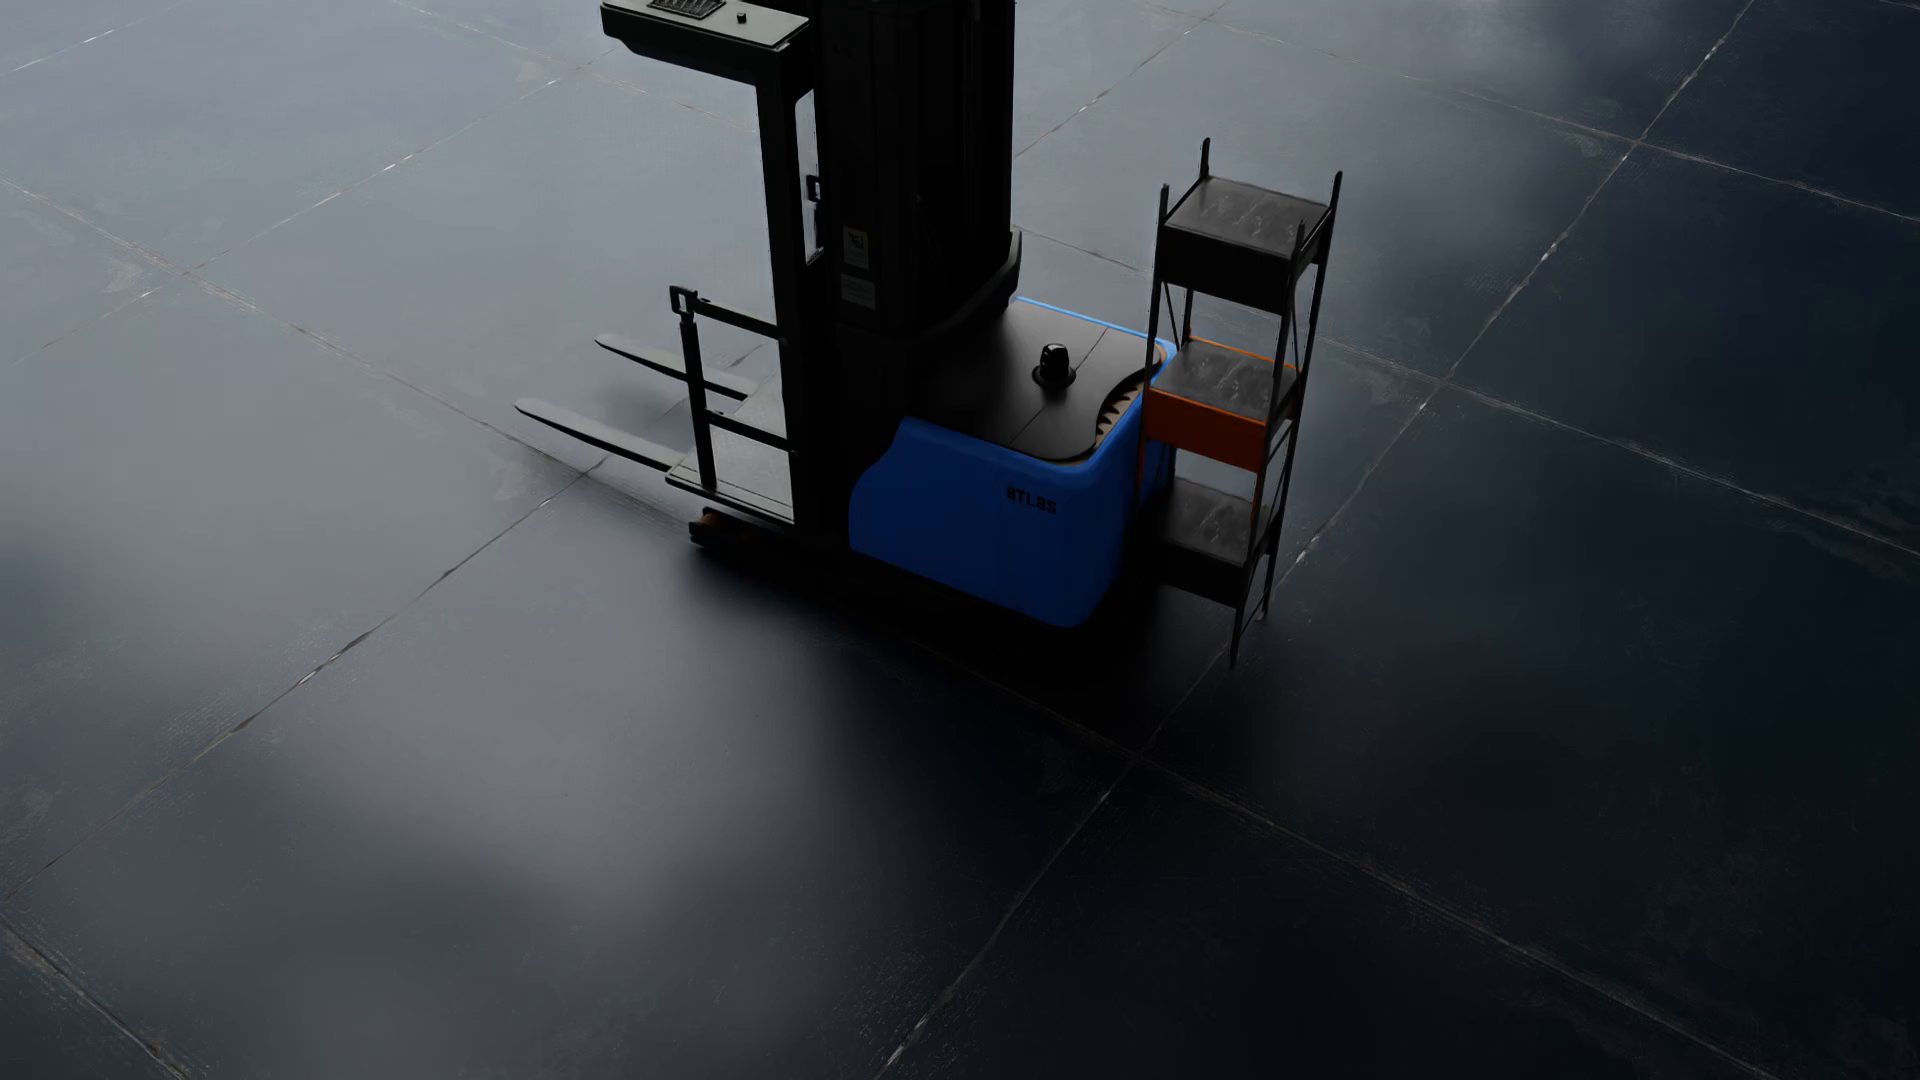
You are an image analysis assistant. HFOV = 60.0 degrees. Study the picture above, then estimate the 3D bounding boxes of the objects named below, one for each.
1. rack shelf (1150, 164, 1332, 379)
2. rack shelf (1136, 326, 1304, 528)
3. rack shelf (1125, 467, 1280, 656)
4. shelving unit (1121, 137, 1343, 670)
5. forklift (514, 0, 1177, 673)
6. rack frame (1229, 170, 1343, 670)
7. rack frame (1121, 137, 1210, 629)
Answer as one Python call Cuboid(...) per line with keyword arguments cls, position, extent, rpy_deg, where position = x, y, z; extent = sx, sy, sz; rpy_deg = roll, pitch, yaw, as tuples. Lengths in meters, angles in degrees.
Cuboid(cls="rack shelf", position=(0.997, -0.958, 5.905), extent=(0.480, 0.518, 0.431), rpy_deg=(20, 46, 21))
Cuboid(cls="rack shelf", position=(0.997, -0.436, 6.371), extent=(0.480, 0.518, 0.431), rpy_deg=(20, 46, 21))
Cuboid(cls="rack shelf", position=(0.997, 0.085, 6.838), extent=(0.480, 0.518, 0.431), rpy_deg=(20, 46, 21))
Cuboid(cls="shelving unit", position=(0.997, -0.446, 6.362), extent=(0.503, 2.100, 0.431), rpy_deg=(20, 46, 21))
Cuboid(cls="forklift", position=(-0.611, -1.269, 6.658), extent=(3.031, 2.935, 1.130), rpy_deg=(20, 46, 21))
Cuboid(cls="rack frame", position=(1.211, -0.368, 6.275), extent=(0.015, 2.100, 0.400), rpy_deg=(20, 46, 21))
Cuboid(cls="rack frame", position=(0.783, -0.525, 6.450), extent=(0.015, 2.100, 0.400), rpy_deg=(20, 46, 21))
